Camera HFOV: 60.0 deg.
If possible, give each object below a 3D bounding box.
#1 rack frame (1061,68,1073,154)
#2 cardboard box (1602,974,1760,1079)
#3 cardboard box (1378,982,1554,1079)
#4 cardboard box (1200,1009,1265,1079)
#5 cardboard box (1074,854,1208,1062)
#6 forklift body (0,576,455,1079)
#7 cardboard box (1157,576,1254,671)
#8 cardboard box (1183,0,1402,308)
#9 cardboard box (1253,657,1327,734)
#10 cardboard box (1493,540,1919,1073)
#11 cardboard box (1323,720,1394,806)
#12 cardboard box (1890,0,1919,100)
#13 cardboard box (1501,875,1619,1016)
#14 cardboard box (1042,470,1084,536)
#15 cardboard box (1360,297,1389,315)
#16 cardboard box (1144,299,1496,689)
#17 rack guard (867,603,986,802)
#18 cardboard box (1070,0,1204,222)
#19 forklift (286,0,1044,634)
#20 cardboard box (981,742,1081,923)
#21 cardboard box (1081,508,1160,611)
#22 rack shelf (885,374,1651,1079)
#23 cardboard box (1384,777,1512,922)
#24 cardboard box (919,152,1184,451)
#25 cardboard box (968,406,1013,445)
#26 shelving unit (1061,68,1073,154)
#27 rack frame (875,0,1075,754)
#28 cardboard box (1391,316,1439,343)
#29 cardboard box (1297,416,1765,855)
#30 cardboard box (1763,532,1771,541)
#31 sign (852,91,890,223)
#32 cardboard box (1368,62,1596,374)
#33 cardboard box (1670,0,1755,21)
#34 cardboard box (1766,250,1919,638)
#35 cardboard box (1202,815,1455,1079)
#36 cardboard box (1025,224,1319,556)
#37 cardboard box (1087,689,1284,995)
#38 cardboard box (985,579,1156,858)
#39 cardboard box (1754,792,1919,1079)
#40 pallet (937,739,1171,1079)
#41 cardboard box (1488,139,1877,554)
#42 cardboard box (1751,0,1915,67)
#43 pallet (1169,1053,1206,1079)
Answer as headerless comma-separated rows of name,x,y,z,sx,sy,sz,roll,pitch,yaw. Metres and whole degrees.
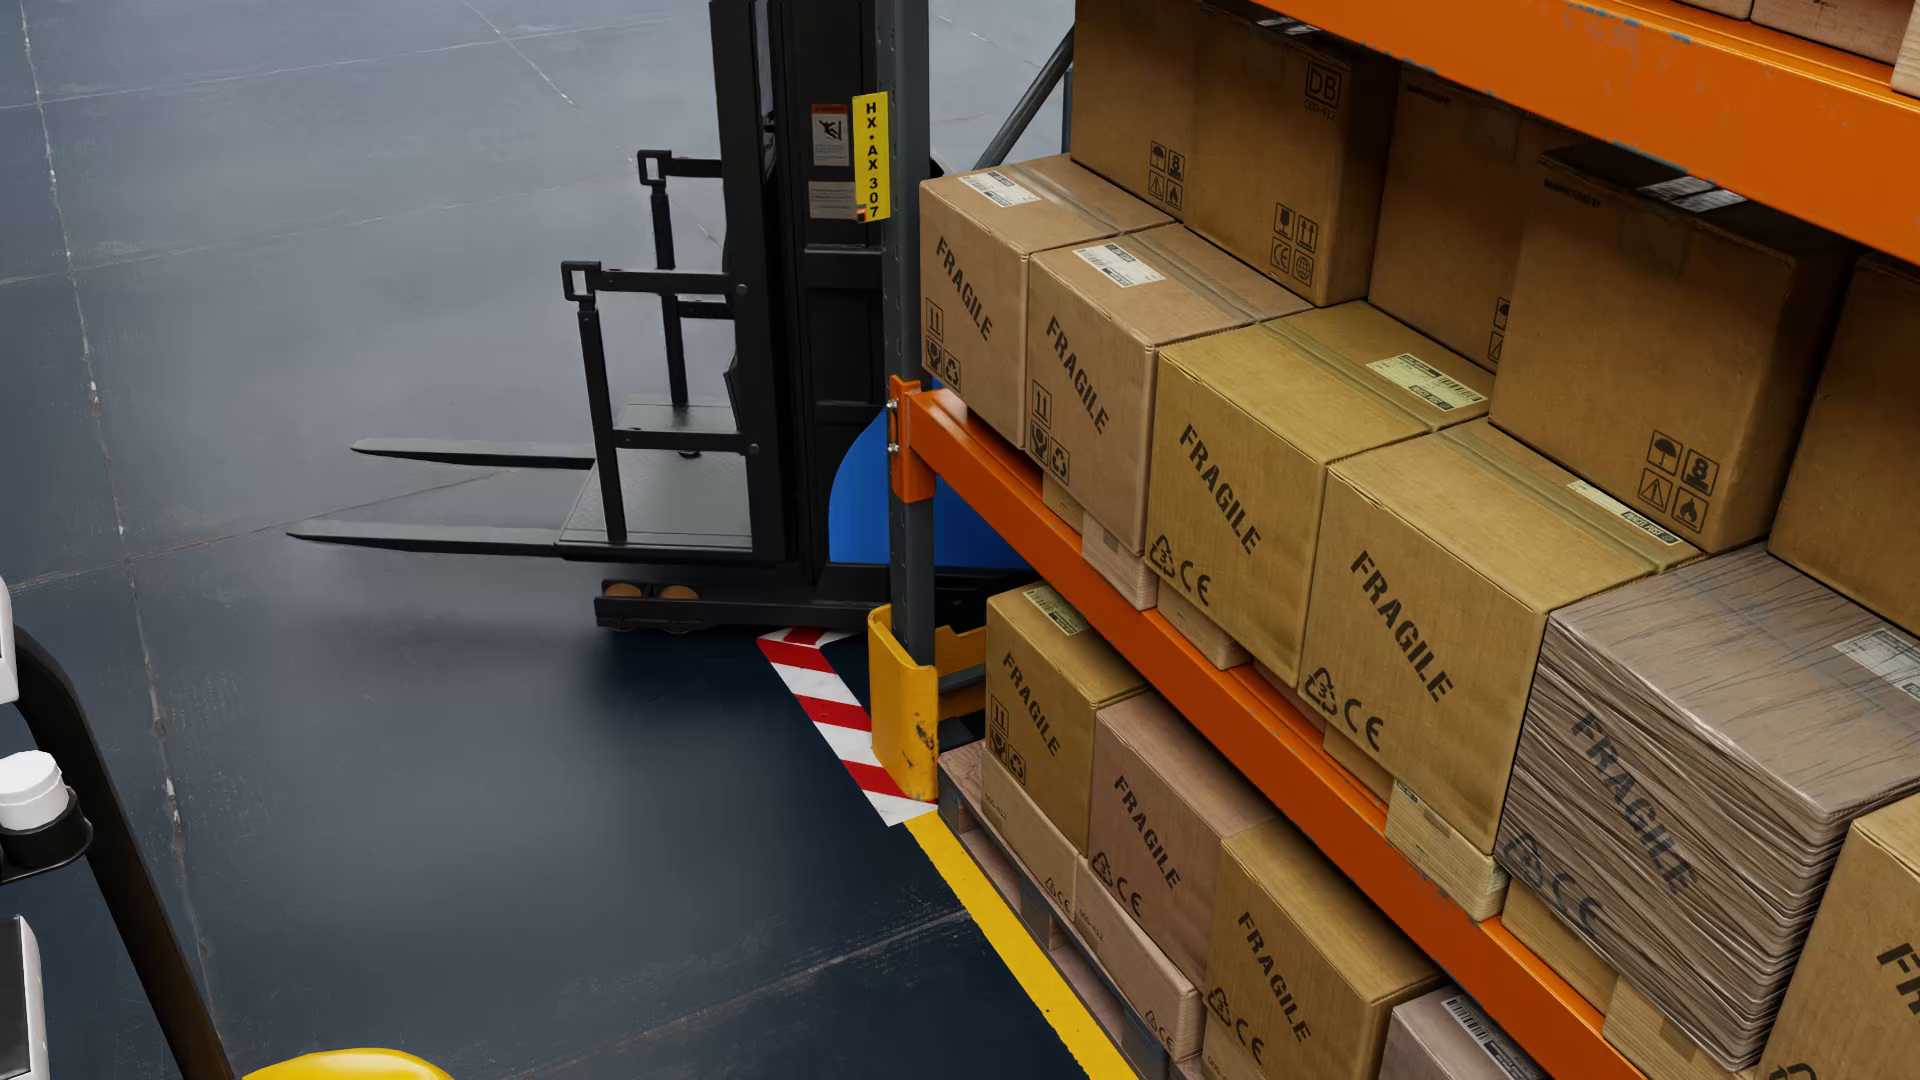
rack frame,0.620,-1.183,6.706,0.500,1.500,0.032,-15,36,-22
cardboard box,1.232,0.728,2.566,0.380,0.149,0.250,-16,36,-24
cardboard box,1.137,1.148,3.142,0.500,0.500,0.500,-14,35,-21
cardboard box,0.891,1.212,3.737,0.500,0.250,0.500,-13,35,-20
cardboard box,0.626,0.955,4.138,0.500,0.250,0.500,-15,35,-21
forklift body,-1.629,1.328,2.184,2.313,2.155,1.214,-16,36,-23
cardboard box,0.648,0.106,3.537,0.380,0.149,0.250,-15,36,-22
cardboard box,0.923,-0.882,3.551,0.700,0.500,0.500,-16,36,-23
cardboard box,0.825,0.217,3.364,0.380,0.149,0.250,-15,35,-22
cardboard box,1.209,0.376,2.514,0.500,0.500,0.500,-15,36,-22
cardboard box,0.921,0.350,3.156,0.380,0.149,0.250,-17,36,-24
cardboard box,1.244,-0.543,1.769,0.380,0.149,0.250,-15,36,-22
cardboard box,1.139,0.598,2.768,0.380,0.149,0.250,-17,36,-24
cardboard box,0.420,-0.142,3.924,0.380,0.149,0.250,-17,36,-25
cardboard box,0.989,-0.463,3.824,0.500,0.500,0.500,-16,36,-23
cardboard box,0.721,-0.108,3.270,0.500,0.500,0.500,-17,36,-24
rack guard,0.298,0.363,5.220,1.175,0.500,0.348,-16,36,-23
cardboard box,0.694,-1.125,3.931,0.700,0.500,0.500,-17,36,-24
forklift,-0.851,-1.191,5.392,3.031,2.935,1.130,2,33,3
cardboard box,0.394,0.710,4.521,0.500,0.250,0.500,-16,36,-23
cardboard box,0.498,-0.009,3.717,0.380,0.149,0.250,-15,36,-22
rack shelf,1.195,0.531,3.307,1.077,0.370,4.000,-16,36,-23
cardboard box,0.987,0.485,2.946,0.380,0.149,0.250,-16,36,-23
cardboard box,0.238,-0.597,4.034,0.500,0.500,0.500,-16,36,-24
cardboard box,0.238,-0.406,4.336,0.380,0.149,0.250,-16,36,-23
shelving unit,0.845,-0.937,6.322,0.538,1.500,1.048,-15,36,-22
rack frame,0.263,-0.726,4.602,1.000,3.000,0.127,-16,36,-23
cardboard box,1.219,-0.224,3.450,0.500,0.500,0.500,-16,36,-23
cardboard box,0.966,0.132,2.894,0.500,0.500,0.500,-17,36,-24
cardboard box,1.439,0.023,3.065,0.500,0.500,0.500,-15,36,-23
sign,-0.217,-0.954,4.156,0.100,0.325,0.005,-16,36,-23
cardboard box,1.252,-0.664,3.211,0.700,0.500,0.500,-16,36,-24
cardboard box,1.074,-0.810,2.186,0.380,0.149,0.250,-16,36,-24
cardboard box,1.685,-0.166,2.433,0.700,0.500,0.500,-17,36,-24
cardboard box,0.880,0.895,3.537,0.500,0.500,0.500,-15,36,-22
cardboard box,0.483,-0.351,3.649,0.500,0.500,0.500,-15,35,-22
cardboard box,0.653,0.653,3.914,0.500,0.500,0.500,-17,36,-25
cardboard box,0.406,0.405,4.302,0.500,0.500,0.500,-17,36,-25
cardboard box,1.455,0.622,2.130,0.500,0.500,0.500,-15,35,-22
pallet,0.646,0.881,4.679,1.003,0.211,1.213,-16,36,-23
cardboard box,1.362,-0.391,2.785,0.700,0.500,0.500,-16,36,-23
cardboard box,1.197,-0.688,1.995,0.380,0.149,0.250,-15,36,-22
pallet,1.211,1.463,3.771,1.003,0.211,1.213,-16,36,-23
